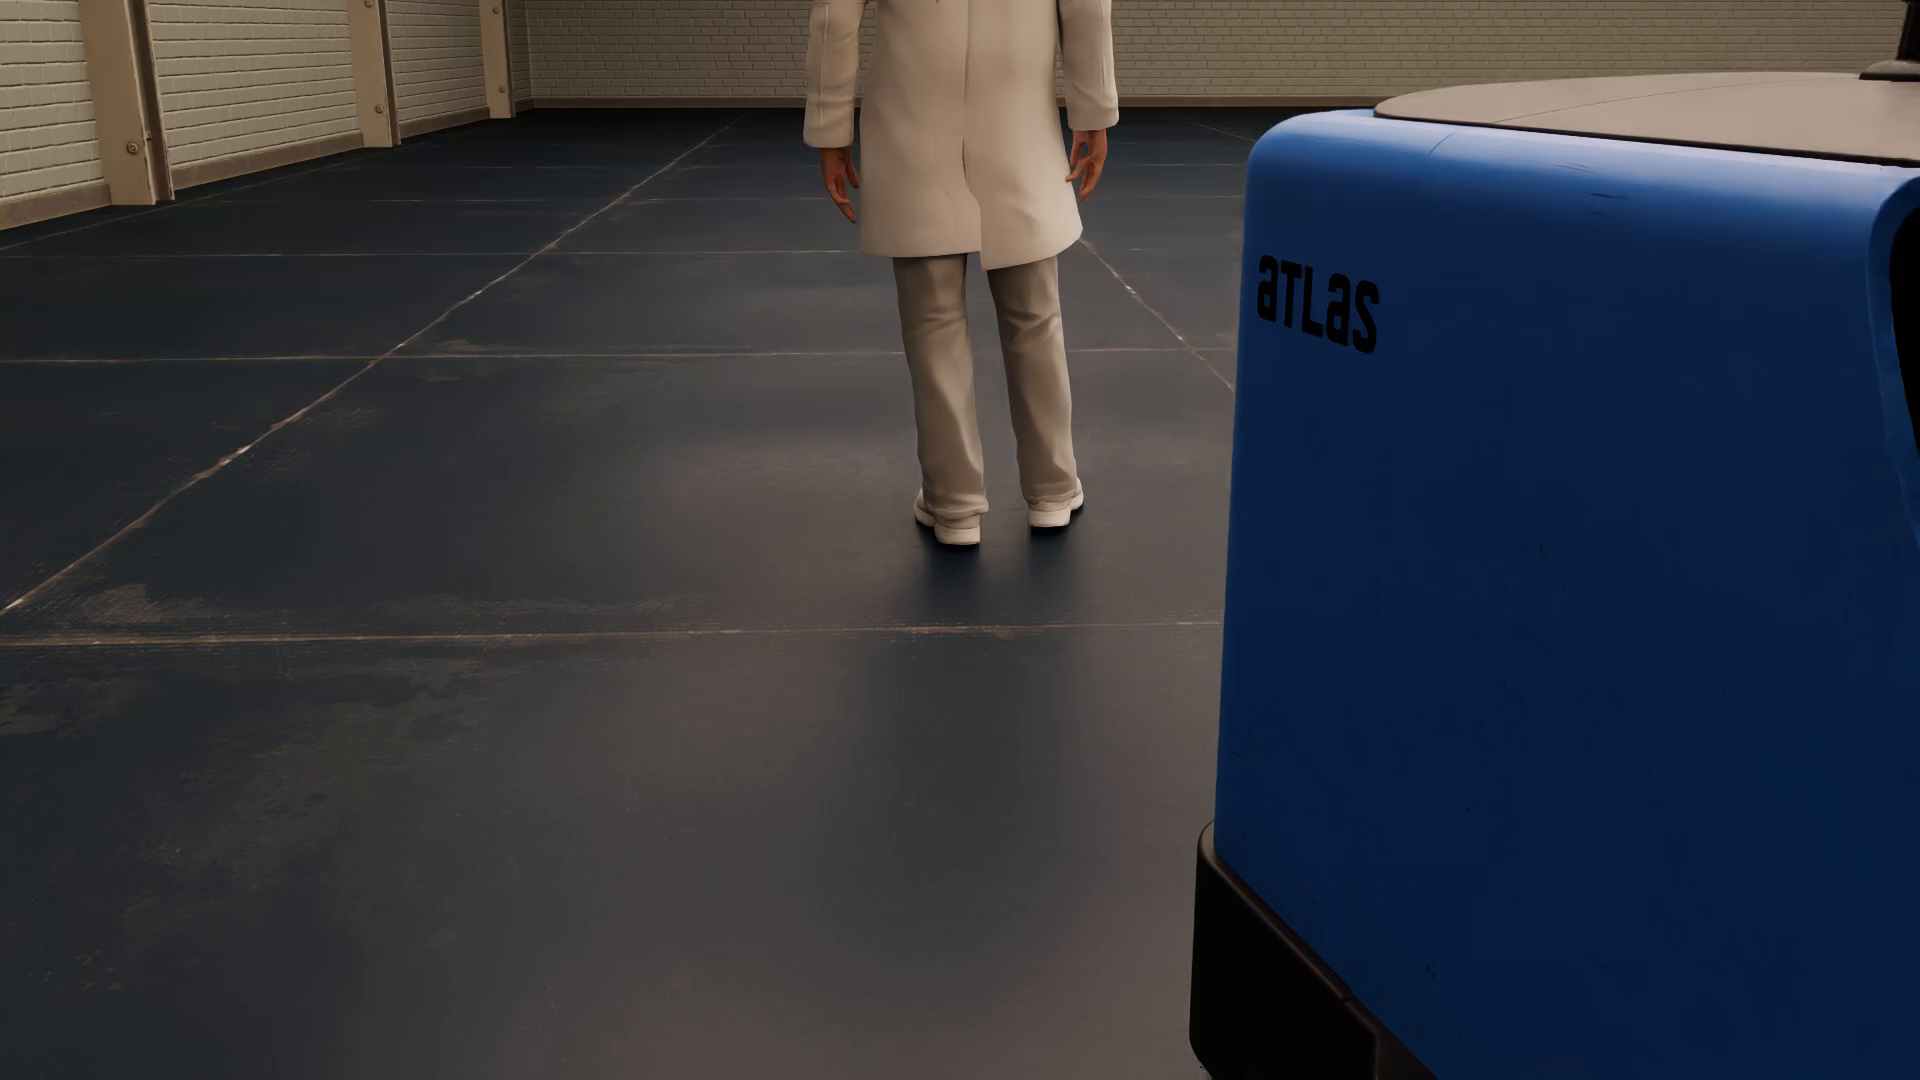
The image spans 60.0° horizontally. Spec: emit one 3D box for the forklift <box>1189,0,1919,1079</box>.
[{"bbox_3d":[1.193,-0.420,0.282,1.130,2.935,3.031,-5,18,-17],"label":"forklift"}]

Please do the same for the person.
[{"bbox_3d":[-0.001,-0.884,3.744,0.696,1.778,0.578,-1,17,-3],"label":"person"}]
